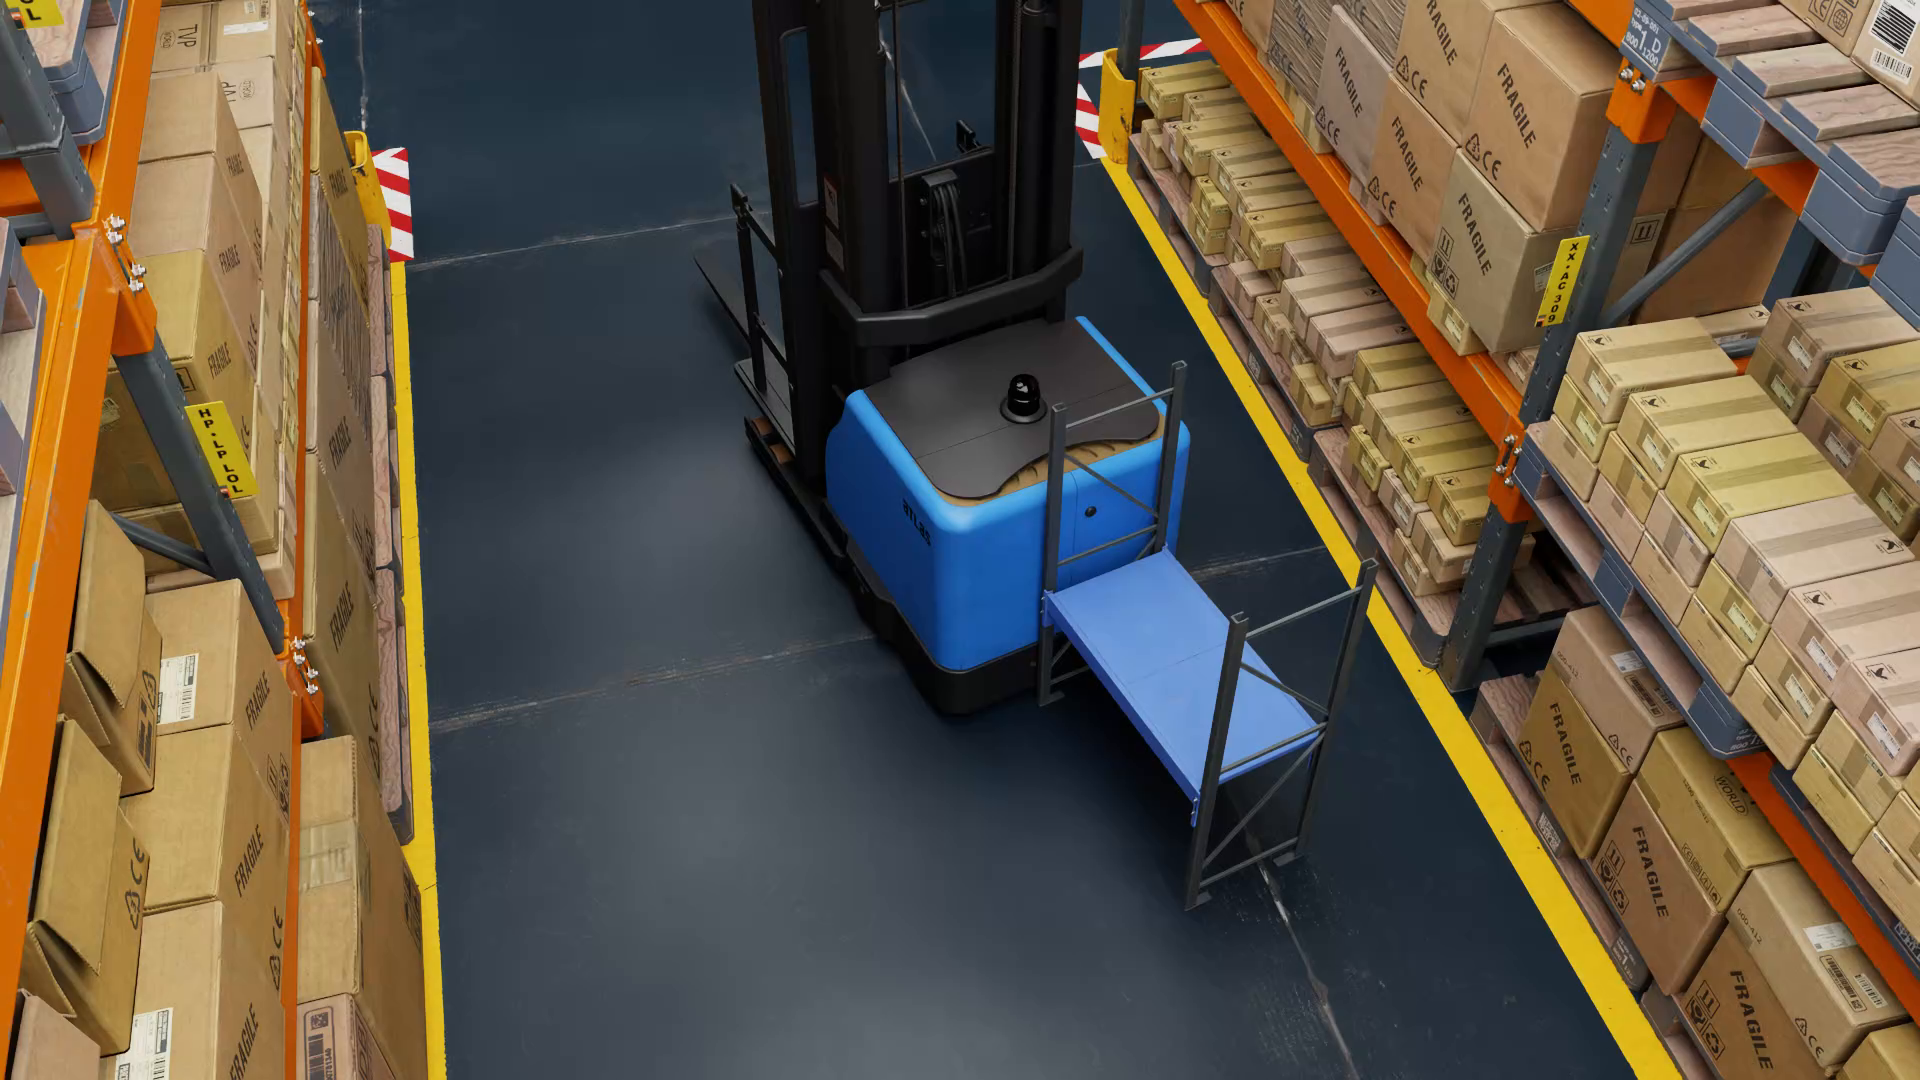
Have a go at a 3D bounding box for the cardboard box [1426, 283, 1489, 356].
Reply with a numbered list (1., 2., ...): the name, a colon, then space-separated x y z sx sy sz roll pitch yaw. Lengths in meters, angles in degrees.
1. cardboard box: 1.887 -0.811 5.871 0.380 0.149 0.250 -12 47 -11

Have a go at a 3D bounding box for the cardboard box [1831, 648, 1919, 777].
1. cardboard box: 2.346 0.395 3.979 0.380 0.149 0.250 -9 46 -9

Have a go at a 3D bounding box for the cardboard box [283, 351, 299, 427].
1. cardboard box: -2.421 -0.471 5.538 0.380 0.149 0.250 -12 47 -11

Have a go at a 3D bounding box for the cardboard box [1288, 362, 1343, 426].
1. cardboard box: 1.663 -0.659 7.248 0.380 0.149 0.250 -11 47 -10

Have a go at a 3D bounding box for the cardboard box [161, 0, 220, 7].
1. cardboard box: -3.108 -2.537 6.758 0.500 0.500 0.500 -10 46 -10

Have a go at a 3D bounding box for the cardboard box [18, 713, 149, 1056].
1. cardboard box: -2.127 0.780 3.364 0.797 0.503 0.637 -10 46 -10

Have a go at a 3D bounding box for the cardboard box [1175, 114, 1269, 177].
1. cardboard box: 1.267 -1.916 8.064 0.380 0.149 0.250 -11 47 -10

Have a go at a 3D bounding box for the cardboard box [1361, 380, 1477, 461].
1. cardboard box: 1.841 -0.482 6.658 0.380 0.149 0.250 -11 47 -11

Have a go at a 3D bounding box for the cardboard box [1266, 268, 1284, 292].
1. cardboard box: 1.614 -1.298 7.666 0.380 0.149 0.250 -9 46 -8

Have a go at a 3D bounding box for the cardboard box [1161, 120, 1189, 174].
1. cardboard box: 1.235 -1.993 8.348 0.380 0.149 0.250 -11 47 -11

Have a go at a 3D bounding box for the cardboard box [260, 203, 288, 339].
1. cardboard box: -2.590 -0.874 5.654 0.500 0.250 0.500 -10 46 -9

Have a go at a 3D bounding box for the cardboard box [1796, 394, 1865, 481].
1. cardboard box: 2.719 -0.329 4.897 0.380 0.149 0.250 -10 46 -10

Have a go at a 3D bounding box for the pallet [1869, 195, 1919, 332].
1. pallet: 2.682 -0.409 3.333 1.213 0.211 1.003 -11 47 -10

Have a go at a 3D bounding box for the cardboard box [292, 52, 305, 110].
1. cardboard box: -2.945 -1.884 6.923 0.380 0.149 0.250 -11 47 -10

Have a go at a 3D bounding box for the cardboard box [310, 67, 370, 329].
1. cardboard box: -3.245 -1.487 7.551 0.875 0.875 0.875 -11 47 -10

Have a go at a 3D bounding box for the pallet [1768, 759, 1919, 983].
1. pallet: 2.836 0.883 4.169 1.003 0.211 1.213 -11 47 -10

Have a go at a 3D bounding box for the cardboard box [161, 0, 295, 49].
1. cardboard box: -3.106 -2.276 7.028 0.500 0.250 0.500 -11 47 -11

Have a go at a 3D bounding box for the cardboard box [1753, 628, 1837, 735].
1. cardboard box: 2.287 0.328 4.252 0.380 0.149 0.250 -9 46 -9

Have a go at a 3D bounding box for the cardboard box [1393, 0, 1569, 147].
1. cardboard box: 1.839 -1.707 5.595 0.500 0.500 0.500 -12 47 -12

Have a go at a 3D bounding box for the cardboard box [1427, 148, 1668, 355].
1. cardboard box: 1.961 -1.008 5.610 0.500 0.500 0.500 -11 47 -10

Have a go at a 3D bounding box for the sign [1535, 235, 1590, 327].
1. sign: 1.835 -0.785 5.064 0.100 0.325 0.005 -11 47 -10

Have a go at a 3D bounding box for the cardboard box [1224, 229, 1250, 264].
1. cardboard box: 1.492 -1.386 7.961 0.380 0.149 0.250 -11 47 -10

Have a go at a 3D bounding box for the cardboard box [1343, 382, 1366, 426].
1. cardboard box: 1.834 -0.556 6.940 0.380 0.149 0.250 -10 46 -10

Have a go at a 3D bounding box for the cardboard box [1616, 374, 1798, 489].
1. cardboard box: 2.092 -0.306 4.666 0.380 0.149 0.250 -10 46 -9

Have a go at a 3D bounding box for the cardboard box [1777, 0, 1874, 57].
1. cardboard box: 2.349 -1.537 3.942 0.700 0.500 0.500 -11 47 -10

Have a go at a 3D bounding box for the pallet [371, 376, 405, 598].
1. pallet: -2.897 -0.156 7.006 1.003 0.211 1.213 -11 47 -10

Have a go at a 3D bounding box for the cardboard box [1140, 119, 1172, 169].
1. cardboard box: 1.159 -2.077 8.638 0.380 0.149 0.250 -10 46 -10

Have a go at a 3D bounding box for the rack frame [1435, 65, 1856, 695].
1. rack frame: 2.358 -0.586 5.475 1.000 3.000 0.127 -11 47 -10

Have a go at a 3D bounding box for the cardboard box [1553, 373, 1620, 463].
1. cardboard box: 2.014 -0.394 4.960 0.380 0.149 0.250 -10 46 -10

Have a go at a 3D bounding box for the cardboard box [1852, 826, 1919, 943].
1. cardboard box: 2.415 0.786 4.012 0.380 0.149 0.250 -13 47 -12

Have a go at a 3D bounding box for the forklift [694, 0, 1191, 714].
1. forklift: -0.293 -1.425 6.345 1.130 2.935 3.031 -21 49 -19

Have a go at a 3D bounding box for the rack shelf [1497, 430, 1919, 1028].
1. rack shelf: 2.870 1.046 4.379 1.077 0.370 4.000 -11 47 -10

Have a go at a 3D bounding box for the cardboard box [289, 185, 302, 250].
1. cardboard box: -2.686 -1.182 6.235 0.380 0.149 0.250 -10 46 -10

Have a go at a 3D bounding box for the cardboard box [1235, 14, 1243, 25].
1. cardboard box: 1.421 -2.459 7.486 0.380 0.149 0.250 -9 46 -8

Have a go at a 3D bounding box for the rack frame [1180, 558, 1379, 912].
1. rack frame: 0.991 0.668 5.296 0.500 1.500 0.032 -20 49 -19

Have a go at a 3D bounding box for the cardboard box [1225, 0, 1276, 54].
1. cardboard box: 1.457 -2.421 6.995 0.500 0.500 0.500 -10 46 -10

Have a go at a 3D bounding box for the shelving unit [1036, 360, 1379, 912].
1. shelving unit: 0.755 0.346 5.612 0.538 1.500 1.048 -20 49 -19

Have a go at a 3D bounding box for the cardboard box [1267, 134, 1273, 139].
1. cardboard box: 1.760 -2.099 8.451 0.380 0.149 0.250 -12 47 -11

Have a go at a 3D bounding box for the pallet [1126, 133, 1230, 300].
1. pallet: 1.527 -1.752 8.570 1.003 0.211 1.213 -11 47 -10

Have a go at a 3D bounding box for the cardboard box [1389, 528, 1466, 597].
1. cardboard box: 1.928 0.056 6.548 0.380 0.149 0.250 -10 46 -10

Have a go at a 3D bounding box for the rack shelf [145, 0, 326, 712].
1. rack shelf: -2.975 -0.878 6.265 1.077 0.370 4.000 -11 47 -10

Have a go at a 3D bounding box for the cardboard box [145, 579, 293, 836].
1. cardboard box: -2.079 0.489 4.352 0.500 0.500 0.500 -11 47 -10

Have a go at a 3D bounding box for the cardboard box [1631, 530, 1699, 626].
1. cardboard box: 2.151 0.074 4.710 0.380 0.149 0.250 -10 46 -10

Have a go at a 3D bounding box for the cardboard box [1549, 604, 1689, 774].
1. cardboard box: 2.292 0.438 5.403 0.500 0.250 0.500 -13 47 -12

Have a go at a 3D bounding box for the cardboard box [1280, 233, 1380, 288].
1. cardboard box: 1.653 -1.221 7.382 0.380 0.149 0.250 -11 47 -10

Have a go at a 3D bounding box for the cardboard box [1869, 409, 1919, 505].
1. cardboard box: 2.783 -0.248 4.609 0.380 0.149 0.250 -12 47 -12

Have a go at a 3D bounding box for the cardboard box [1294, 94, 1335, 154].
1. cardboard box: 1.589 -1.719 6.761 0.380 0.149 0.250 -10 46 -10
